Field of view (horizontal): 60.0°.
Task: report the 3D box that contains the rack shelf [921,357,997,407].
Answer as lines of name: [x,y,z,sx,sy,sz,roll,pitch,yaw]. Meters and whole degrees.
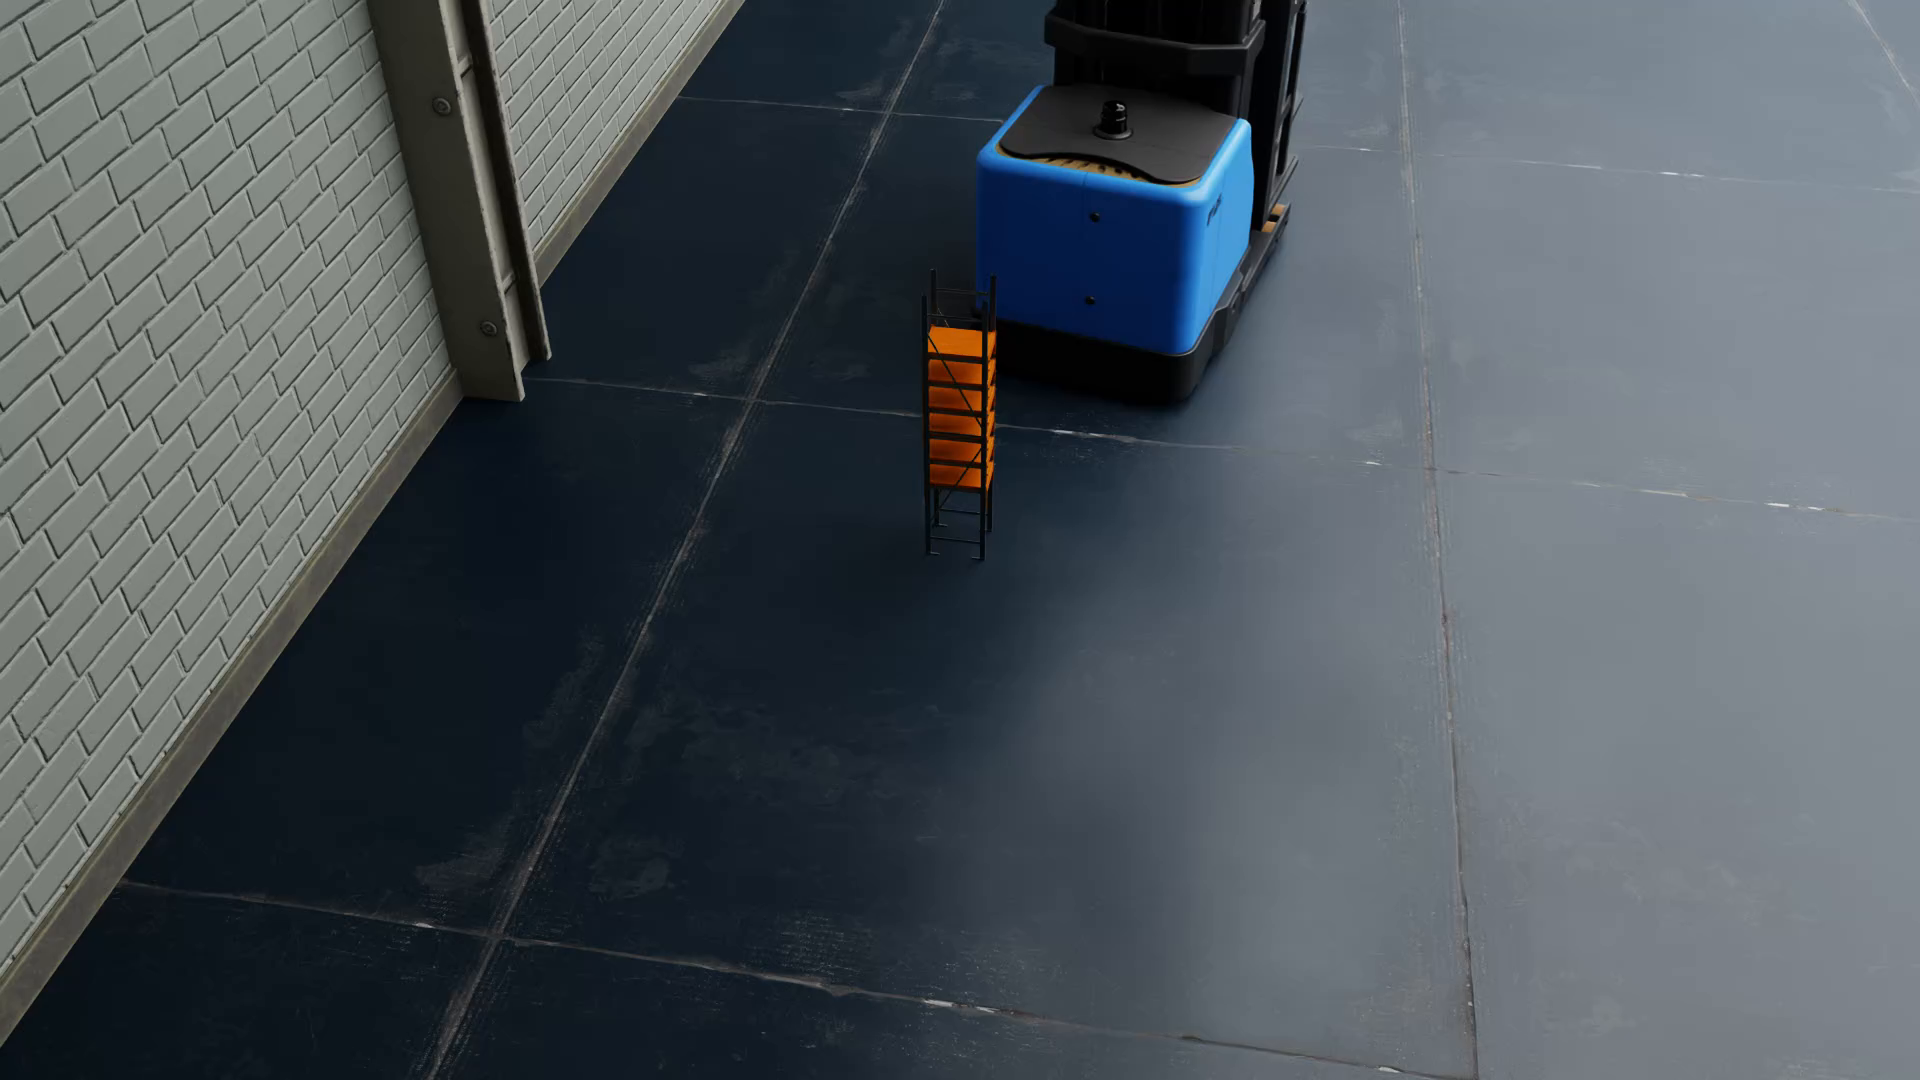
rack shelf: [-0.002,-0.604,6.232,0.258,0.103,0.180,6,40,8]

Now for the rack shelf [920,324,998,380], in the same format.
rack shelf: [-0.002,-0.697,6.156,0.258,0.103,0.180,6,40,8]

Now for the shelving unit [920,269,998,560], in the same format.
shelving unit: [-0.002,-0.453,6.357,0.258,1.200,0.189,6,40,8]

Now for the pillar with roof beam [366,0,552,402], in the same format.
pillar with roof beam: [2.140,-3.758,4.233,9.100,9.000,0.400,6,40,8]

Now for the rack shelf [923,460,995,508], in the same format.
rack shelf: [-0.003,-0.234,6.538,0.258,0.103,0.180,6,40,8]

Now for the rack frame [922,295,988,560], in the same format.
rack frame: [-0.018,-0.396,6.287,0.240,1.200,0.006,6,40,8]

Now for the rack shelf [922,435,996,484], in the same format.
rack shelf: [-0.003,-0.327,6.461,0.258,0.103,0.180,6,40,8]

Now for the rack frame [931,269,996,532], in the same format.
rack frame: [0.013,-0.511,6.426,0.240,1.200,0.006,6,40,8]

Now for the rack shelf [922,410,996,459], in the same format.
rack shelf: [-0.003,-0.419,6.385,0.258,0.103,0.180,6,40,8]

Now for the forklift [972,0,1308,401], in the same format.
forklift: [1.074,-2.689,7.702,1.130,2.935,3.031,14,42,17]

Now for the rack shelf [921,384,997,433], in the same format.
rack shelf: [-0.002,-0.512,6.309,0.258,0.103,0.180,6,40,8]
